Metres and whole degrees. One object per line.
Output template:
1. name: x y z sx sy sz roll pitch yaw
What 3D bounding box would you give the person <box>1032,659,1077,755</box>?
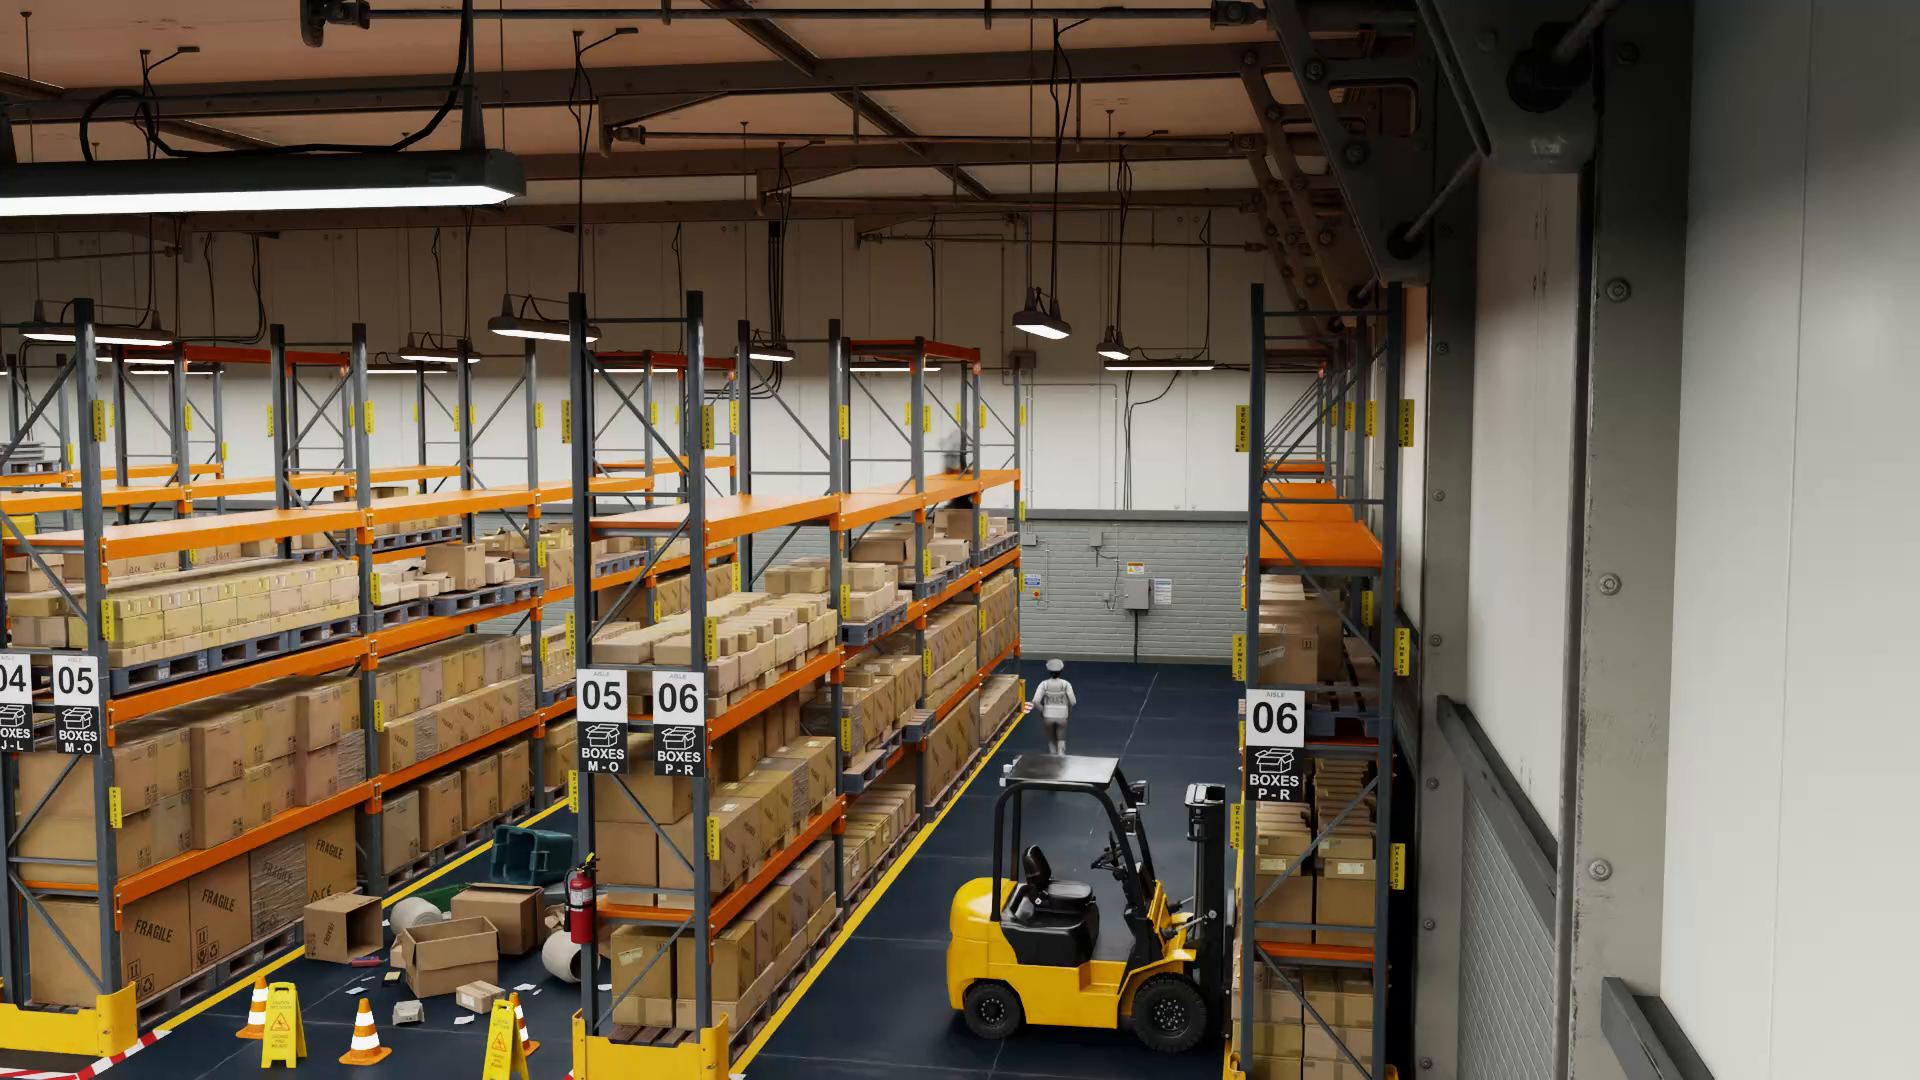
1. person: 1.315 2.485 23.138 0.613 1.653 0.642 0 5 4
